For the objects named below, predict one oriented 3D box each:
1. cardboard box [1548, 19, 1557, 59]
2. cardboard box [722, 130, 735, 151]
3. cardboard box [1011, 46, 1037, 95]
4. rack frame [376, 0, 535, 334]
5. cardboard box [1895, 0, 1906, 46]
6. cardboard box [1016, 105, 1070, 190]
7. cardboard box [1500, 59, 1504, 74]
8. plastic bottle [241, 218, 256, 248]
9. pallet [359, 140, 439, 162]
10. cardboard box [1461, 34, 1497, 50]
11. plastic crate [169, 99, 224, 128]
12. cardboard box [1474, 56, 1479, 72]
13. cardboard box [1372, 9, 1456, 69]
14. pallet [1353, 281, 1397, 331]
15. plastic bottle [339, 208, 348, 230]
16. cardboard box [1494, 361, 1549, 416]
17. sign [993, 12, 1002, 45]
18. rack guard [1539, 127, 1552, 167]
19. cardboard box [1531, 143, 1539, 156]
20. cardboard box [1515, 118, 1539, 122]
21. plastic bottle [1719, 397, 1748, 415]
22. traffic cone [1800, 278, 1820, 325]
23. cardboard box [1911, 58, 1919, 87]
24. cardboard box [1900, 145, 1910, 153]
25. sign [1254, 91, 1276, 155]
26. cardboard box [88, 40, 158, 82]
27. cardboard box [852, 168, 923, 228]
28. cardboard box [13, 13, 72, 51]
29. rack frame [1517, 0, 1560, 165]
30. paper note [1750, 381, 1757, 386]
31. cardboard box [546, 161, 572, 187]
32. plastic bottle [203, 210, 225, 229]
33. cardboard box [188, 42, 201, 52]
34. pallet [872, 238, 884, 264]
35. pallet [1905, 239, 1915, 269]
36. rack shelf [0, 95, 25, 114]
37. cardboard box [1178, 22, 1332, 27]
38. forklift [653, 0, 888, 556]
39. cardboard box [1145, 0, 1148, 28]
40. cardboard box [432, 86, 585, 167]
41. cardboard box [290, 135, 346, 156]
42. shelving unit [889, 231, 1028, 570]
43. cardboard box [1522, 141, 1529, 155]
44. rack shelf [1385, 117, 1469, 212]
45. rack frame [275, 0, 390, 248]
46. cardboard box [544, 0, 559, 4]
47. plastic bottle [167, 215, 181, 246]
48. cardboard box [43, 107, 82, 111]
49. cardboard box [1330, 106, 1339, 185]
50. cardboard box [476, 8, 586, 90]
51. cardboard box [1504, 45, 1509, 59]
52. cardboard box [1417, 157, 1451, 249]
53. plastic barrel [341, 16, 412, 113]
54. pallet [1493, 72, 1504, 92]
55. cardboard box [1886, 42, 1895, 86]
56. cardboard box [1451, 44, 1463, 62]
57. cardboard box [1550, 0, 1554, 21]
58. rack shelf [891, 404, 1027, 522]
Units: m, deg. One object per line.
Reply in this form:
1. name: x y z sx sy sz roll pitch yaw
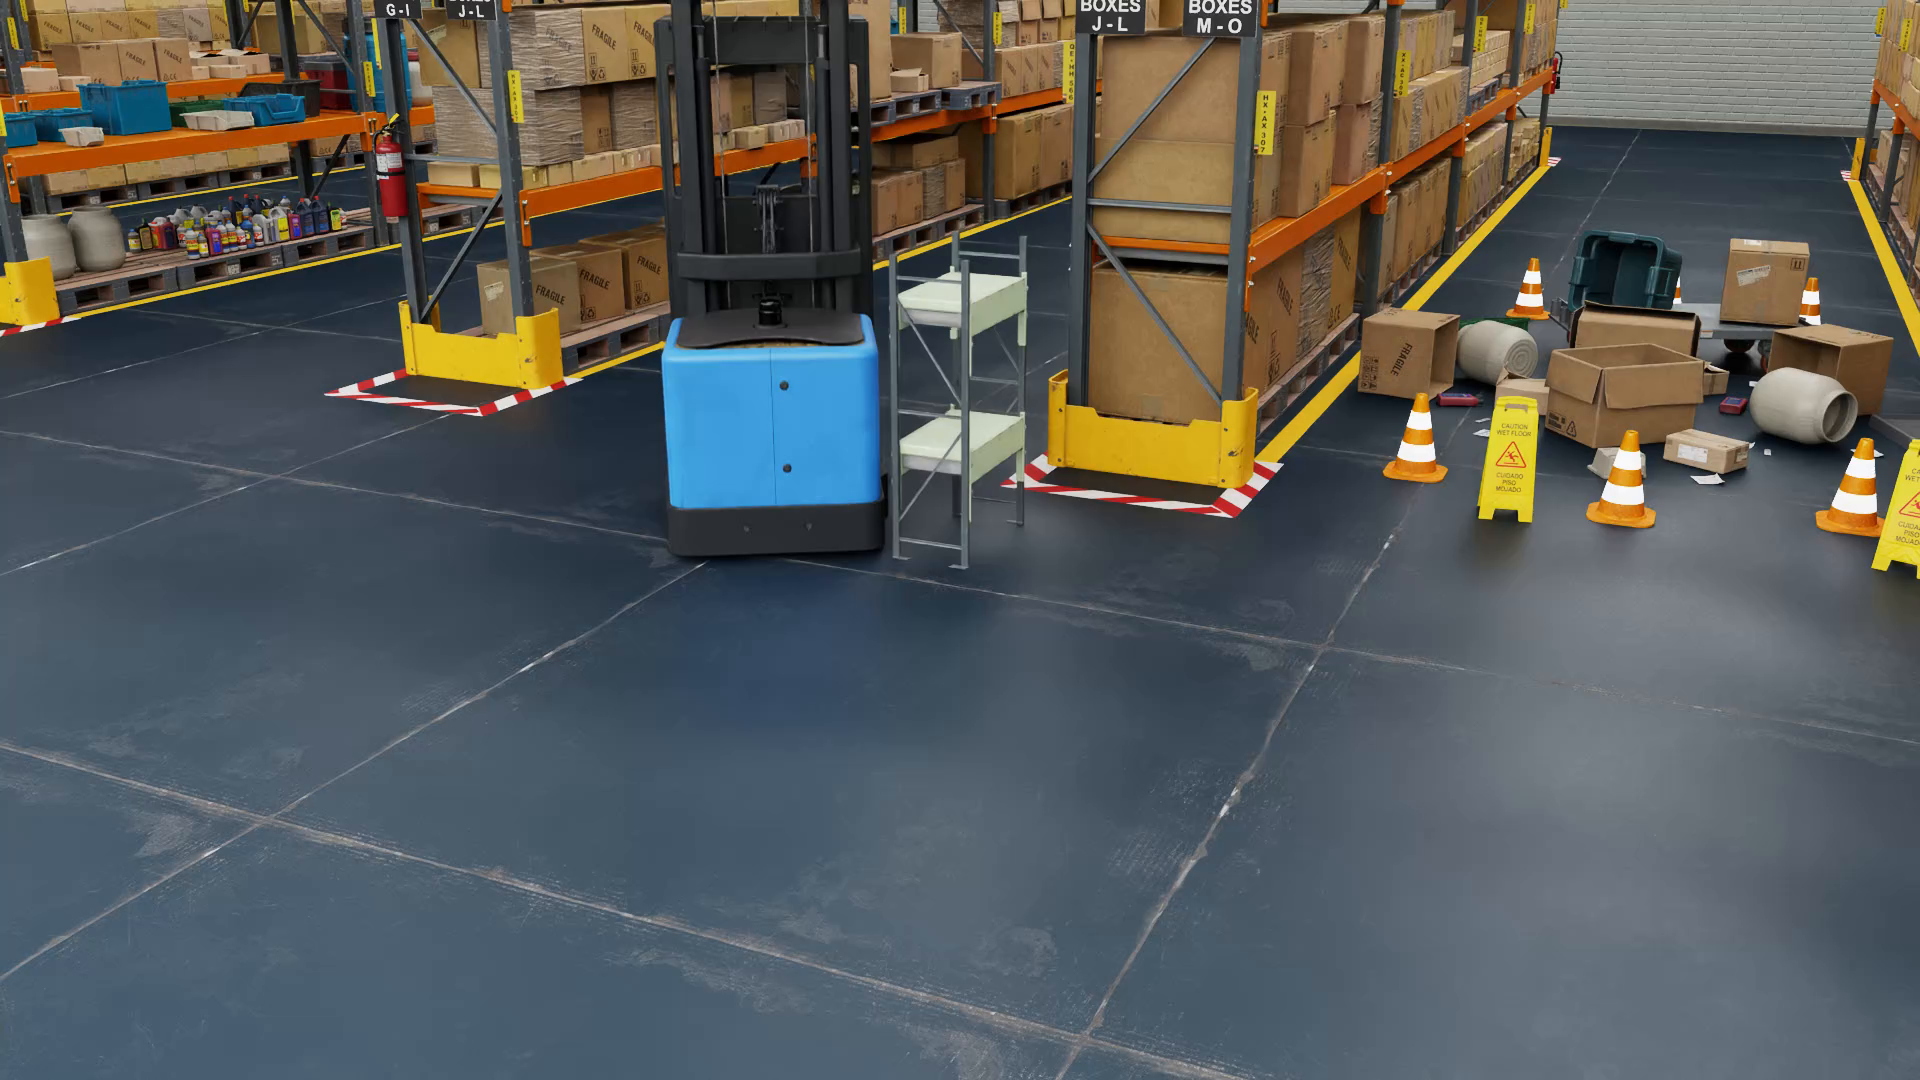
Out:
1. cardboard box: 7.706 -6.738 22.345 0.500 0.500 0.500 9 21 24
2. cardboard box: -2.054 -3.249 13.502 0.380 0.149 0.250 9 21 23
3. cardboard box: 0.552 -5.306 18.761 0.500 0.500 0.500 8 21 21
4. rack frame: -3.380 -2.544 11.145 1.000 3.000 0.127 9 21 23
5. cardboard box: 10.931 -5.863 18.838 0.500 0.500 0.500 9 21 23
6. cardboard box: 0.569 -4.666 19.655 1.225 0.875 0.875 9 21 23
7. cardboard box: 5.929 -5.352 18.789 0.380 0.149 0.250 9 21 23
8. plastic bottle: -6.608 -2.854 15.432 0.097 0.271 0.097 0 20 0
9. pallet: -8.299 -5.630 23.986 1.003 0.211 1.213 9 21 23
10. cardboard box: 5.603 -5.395 18.022 0.380 0.149 0.250 8 21 21
11. plastic crate: -7.075 -3.970 15.471 0.450 0.188 0.662 9 21 23
12. cardboard box: 5.079 -4.860 16.962 0.380 0.149 0.250 9 21 23
13. cardboard box: 4.186 -4.660 15.454 0.700 0.500 0.500 8 21 22
14. pallet: 2.988 -1.987 13.742 1.003 0.211 1.213 9 21 23
15. plastic bottle: -6.125 -3.181 16.457 0.097 0.201 0.097 0 20 0
16. cardboard box: 3.718 -0.989 10.852 0.396 0.266 0.258 13 23 32
17. sign: 0.394 -5.426 17.639 0.100 0.325 0.005 9 21 23
18. rack guard: 7.624 -5.522 23.251 1.175 0.500 0.348 9 21 23
19. cardboard box: 7.617 -5.296 22.511 0.380 0.149 0.250 9 22 24
20. cardboard box: 7.669 -5.662 22.652 0.380 0.149 0.250 9 21 23
21. plastic bottle: 5.059 -0.885 10.866 0.133 0.061 0.283 13 23 32
22. traffic cone: 6.529 -1.783 12.790 0.336 0.463 0.334 9 21 23
23. cardboard box: 9.718 -4.607 16.425 0.500 0.250 0.500 9 21 23
24. cardboard box: 11.296 -4.294 19.263 0.875 0.438 0.875 8 21 21
25. sign: 1.607 -2.199 8.766 0.100 0.325 0.005 9 21 23
26. cardboard box: -10.028 -5.721 19.929 0.500 0.500 0.500 9 21 23
27. cardboard box: -0.802 -3.466 16.811 0.700 0.500 0.500 11 22 27
28. cardboard box: -13.229 -7.338 24.003 0.500 0.500 0.500 9 22 24
29. rack frame: 7.655 -6.723 22.897 1.000 3.000 0.127 9 21 23
30. paper note: 5.525 -1.080 11.459 0.148 0.019 0.142 9 21 23
31. cardboard box: -2.926 -2.553 11.547 0.380 0.149 0.250 9 21 23
32. plastic bottle: -7.076 -2.980 15.780 0.152 0.276 0.135 9 21 23
33. cardboard box: -12.187 -7.758 26.151 0.380 0.149 0.250 9 21 23
34. pallet: -1.425 -2.691 15.720 1.003 0.211 1.213 9 21 23
35. pallet: 9.328 -2.546 15.313 1.003 0.211 1.213 9 21 23
36. rack shelf: -11.598 -4.176 16.810 1.077 0.370 4.000 9 21 23
37. cardboard box: 1.883 -3.033 10.685 0.875 0.550 0.500 9 21 23
38. forklift: -1.032 -1.753 9.023 1.130 2.935 3.031 -2 20 -5
39. cardboard box: 2.172 -6.896 22.042 0.500 0.500 0.500 9 21 23
40. cardboard box: -3.130 -2.895 11.540 0.875 0.500 0.500 9 21 23
41. cardboard box: -8.694 -5.479 22.473 0.500 0.500 0.500 10 22 25
42. shelving unit: 0.002 -0.704 8.211 0.431 1.500 0.755 8 21 22
43. cardboard box: 7.078 -5.035 21.333 0.380 0.149 0.250 9 21 23
44. rack shelf: 3.560 -3.327 14.422 1.077 0.370 4.000 9 21 23
45. rack frame: -6.261 -4.446 16.494 1.000 3.000 0.127 9 21 23
46. cardboard box: -6.631 -8.511 26.282 0.500 0.500 0.500 8 21 21
47. plastic bottle: -7.362 -2.884 15.511 0.152 0.276 0.135 8 21 21
48. cardboard box: -13.241 -6.420 24.626 0.750 0.750 0.750 8 21 22
49. cardboard box: 2.068 -2.691 11.335 0.875 0.550 0.550 9 21 23
50. cardboard box: -2.907 -3.333 11.278 0.500 0.500 0.500 9 21 23
51. cardboard box: 6.034 -5.571 18.963 0.380 0.149 0.250 9 22 24
52. cardboard box: 4.048 -3.242 15.838 1.050 0.750 0.750 8 21 22
53. plastic barrel: -5.827 -4.759 16.625 0.600 0.901 0.708 9 21 23
54. pallet: 5.571 -5.196 18.890 1.003 0.211 1.213 9 21 23
55. cardboard box: 11.158 -5.548 19.443 0.500 0.500 0.500 9 22 25
56. cardboard box: 4.747 -4.754 16.219 0.380 0.149 0.250 9 21 23
57. cardboard box: 7.487 -7.053 21.738 0.500 0.500 0.500 8 21 21
58. rack shelf: 0.002 -0.397 8.320 0.431 0.370 0.720 8 21 22
